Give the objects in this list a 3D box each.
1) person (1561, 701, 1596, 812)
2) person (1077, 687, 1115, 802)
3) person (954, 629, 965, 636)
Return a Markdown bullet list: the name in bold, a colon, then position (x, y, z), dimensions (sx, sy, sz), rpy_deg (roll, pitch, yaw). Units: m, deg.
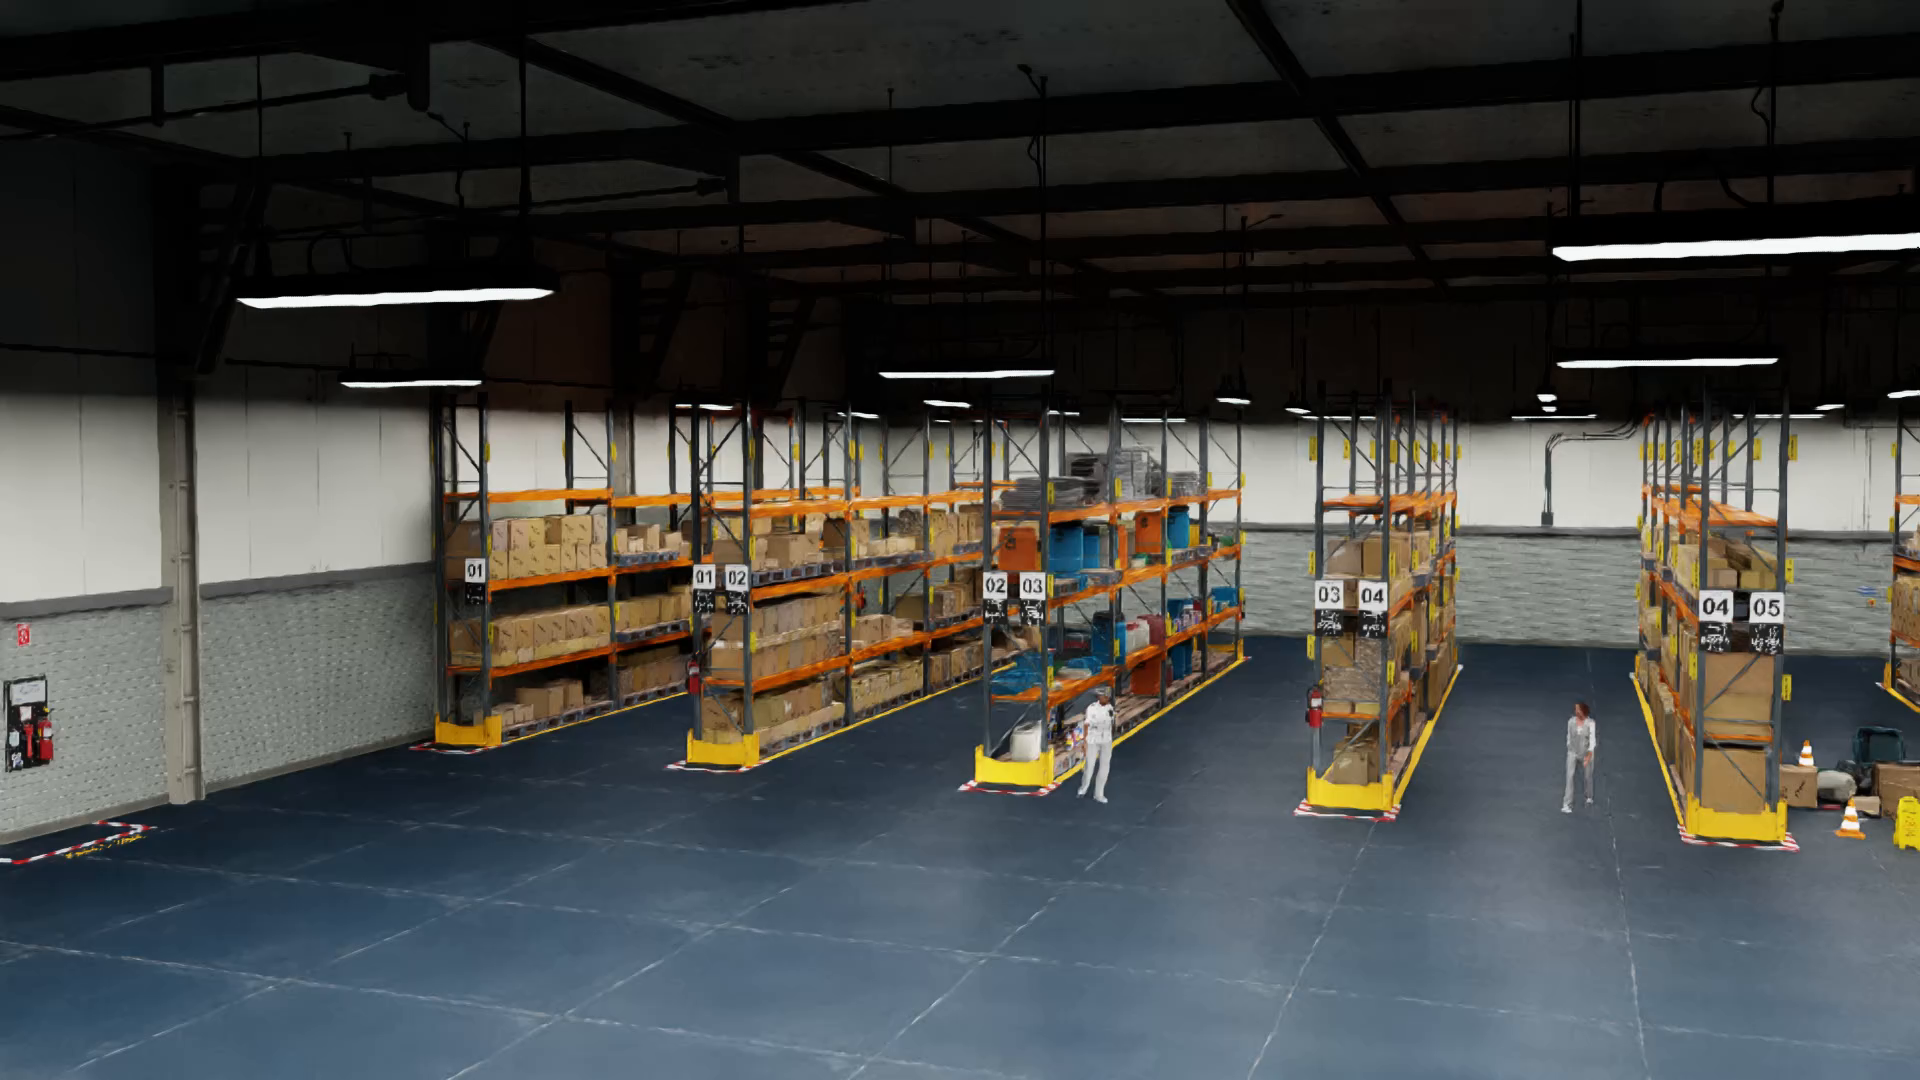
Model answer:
- **person**: position (8.628, 2.987, 23.099), dimensions (0.410, 1.529, 0.958), rpy_deg (2, 3, 29)
- **person**: position (1.951, 2.903, 23.872), dimensions (0.514, 1.663, 0.542), rpy_deg (-1, 3, -16)
- **person**: position (-0.061, 2.006, 41.959), dimensions (0.551, 1.541, 0.519), rpy_deg (1, 3, 18)
